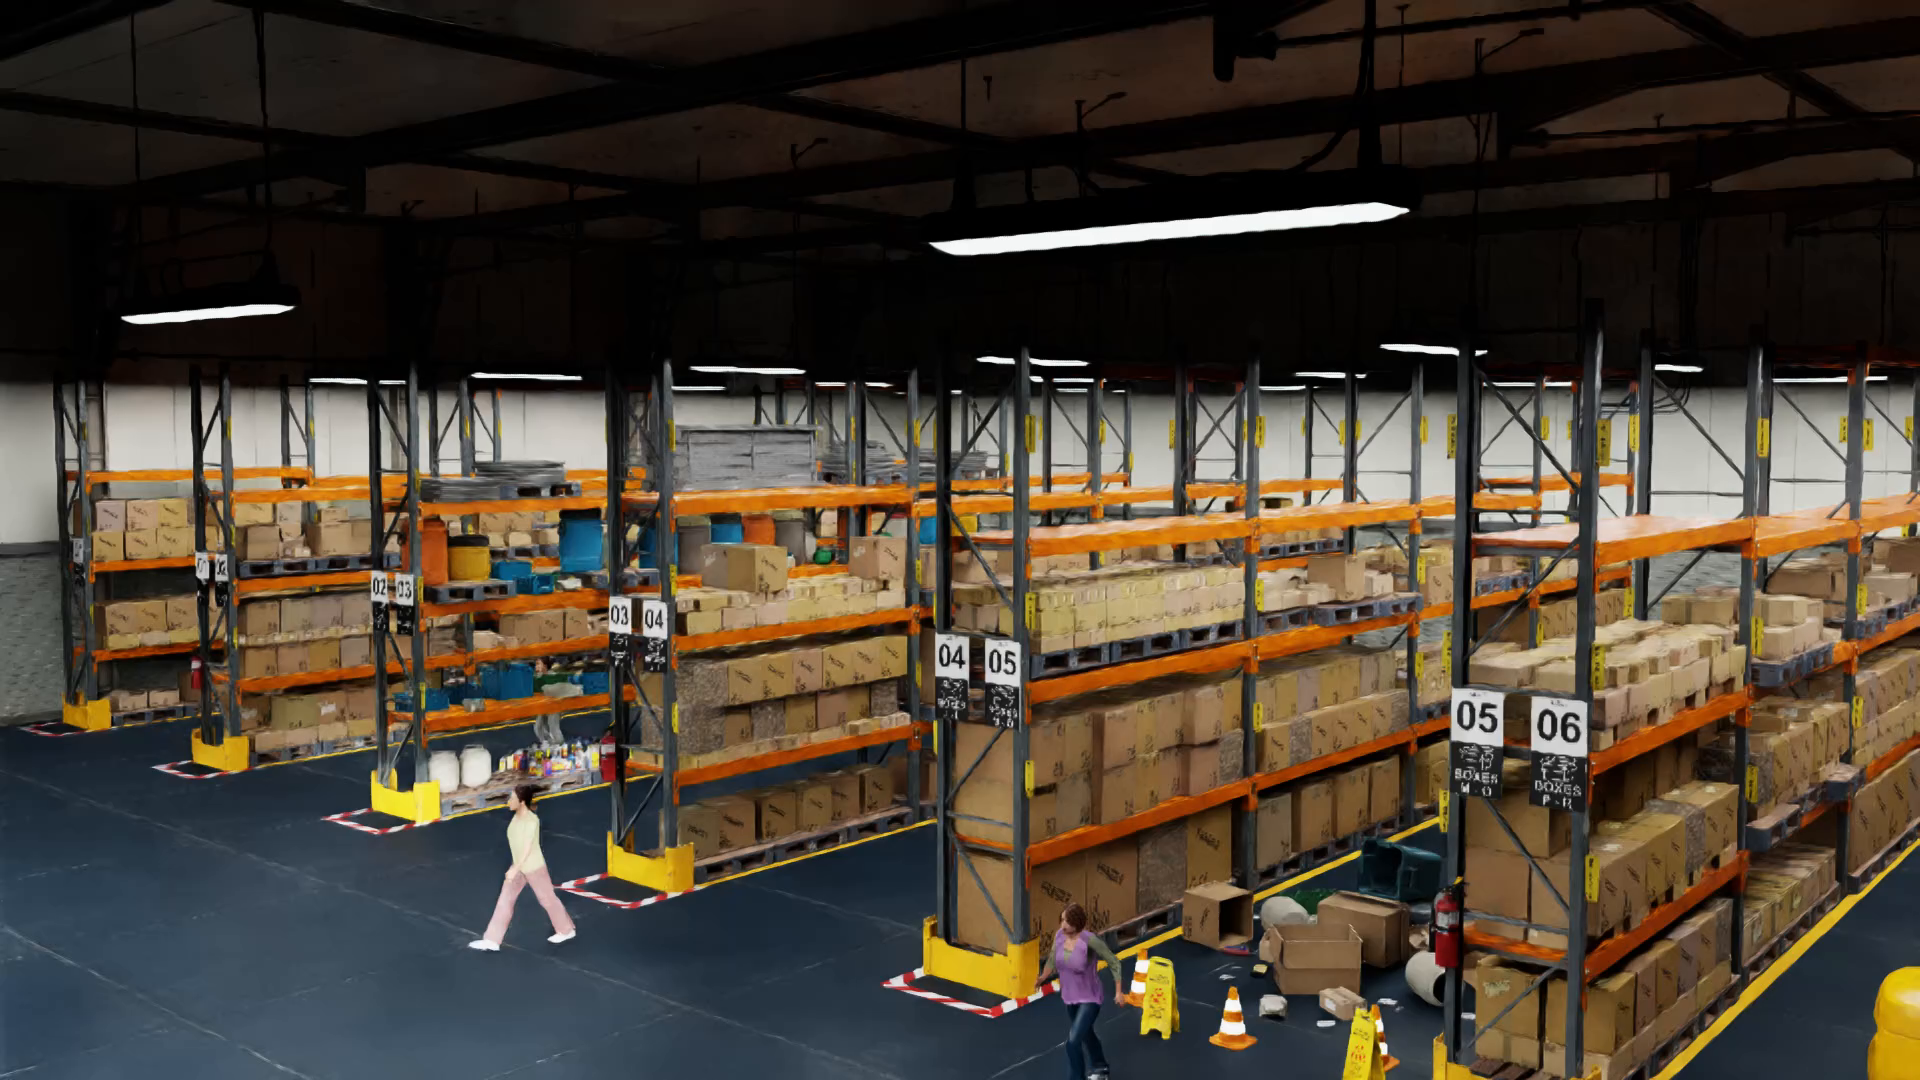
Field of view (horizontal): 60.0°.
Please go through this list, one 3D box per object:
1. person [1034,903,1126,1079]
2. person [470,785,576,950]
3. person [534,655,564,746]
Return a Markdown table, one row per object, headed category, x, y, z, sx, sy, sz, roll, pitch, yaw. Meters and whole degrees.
| category | x | y | z | sx | sy | sz | roll | pitch | yaw |
| --- | --- | --- | --- | --- | --- | --- | --- | --- | --- |
| person | 0.920 | 3.487 | 12.624 | 0.796 | 1.535 | 0.565 | -4 | 6 | -44 |
| person | -4.245 | 3.180 | 16.197 | 1.017 | 1.605 | 0.445 | -4 | 5 | -41 |
| person | -6.258 | 2.537 | 25.318 | 0.580 | 1.619 | 0.473 | 3 | 5 | 39 |
